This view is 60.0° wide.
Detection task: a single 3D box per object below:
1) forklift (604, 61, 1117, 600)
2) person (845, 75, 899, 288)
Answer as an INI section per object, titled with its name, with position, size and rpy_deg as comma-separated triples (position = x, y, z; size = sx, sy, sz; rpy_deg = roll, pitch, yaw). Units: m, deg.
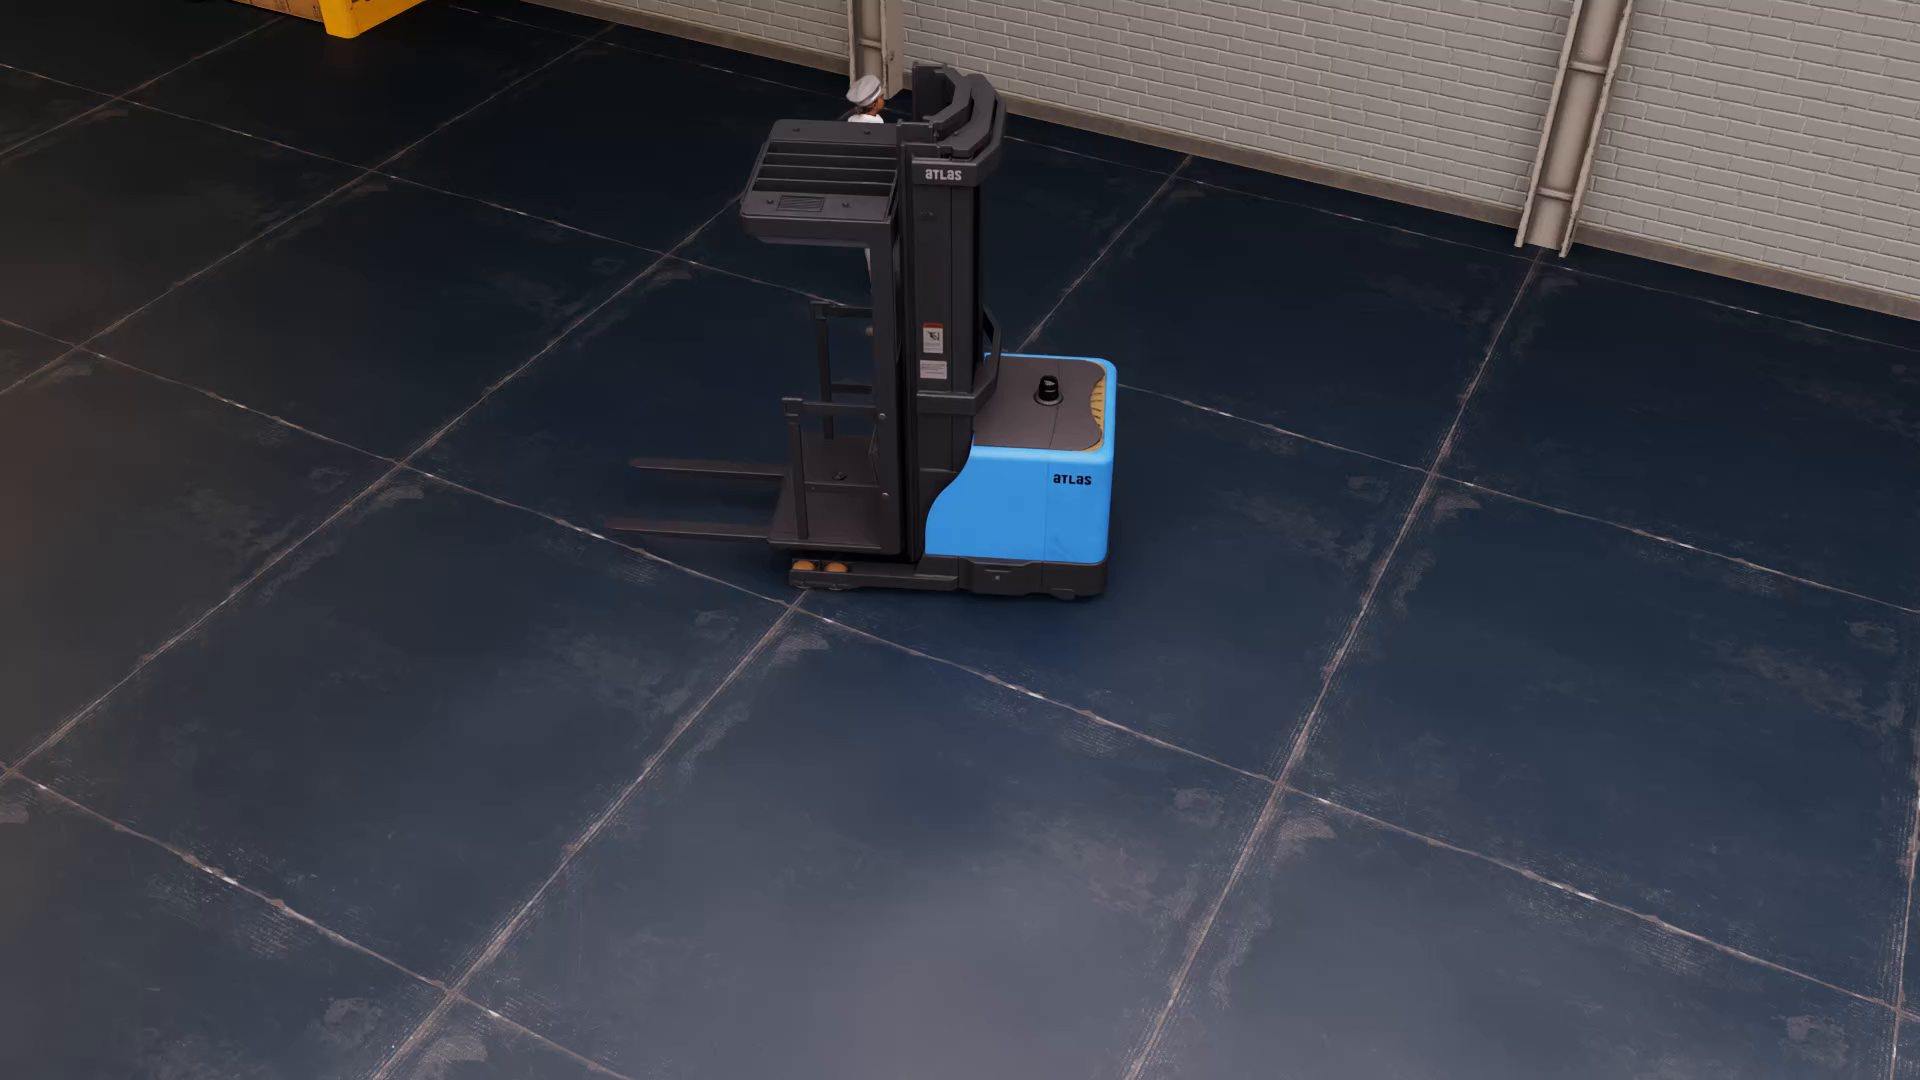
[forklift]
position = -0.606, -1.157, 9.360
size = 3.031, 2.935, 1.130
rpy_deg = 3, 40, 4
[person]
position = -0.517, -2.516, 11.924
size = 0.530, 1.696, 0.563
rpy_deg = -18, 43, -20
